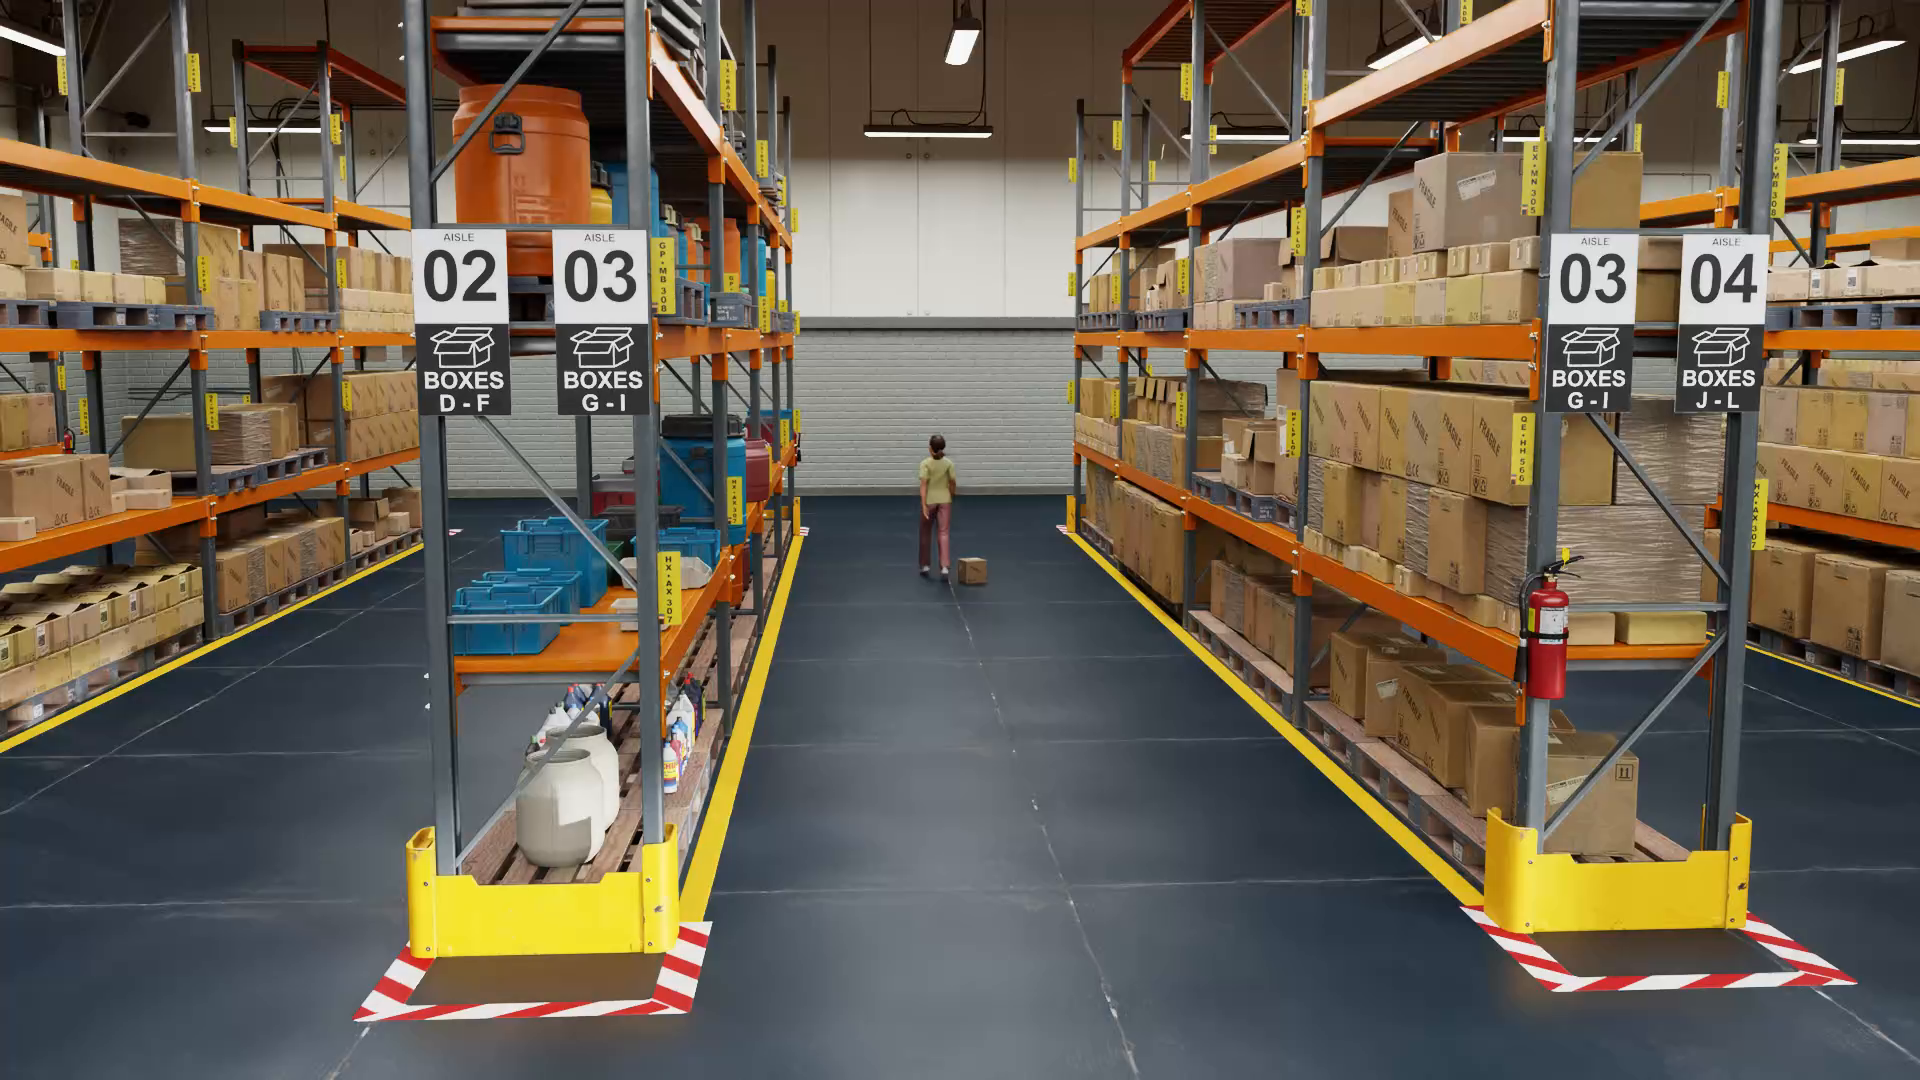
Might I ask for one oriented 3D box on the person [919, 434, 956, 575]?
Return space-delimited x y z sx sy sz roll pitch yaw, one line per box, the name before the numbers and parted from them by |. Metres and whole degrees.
person | -0.267 -0.413 19.148 0.450 1.614 1.027 -1 7 -8
